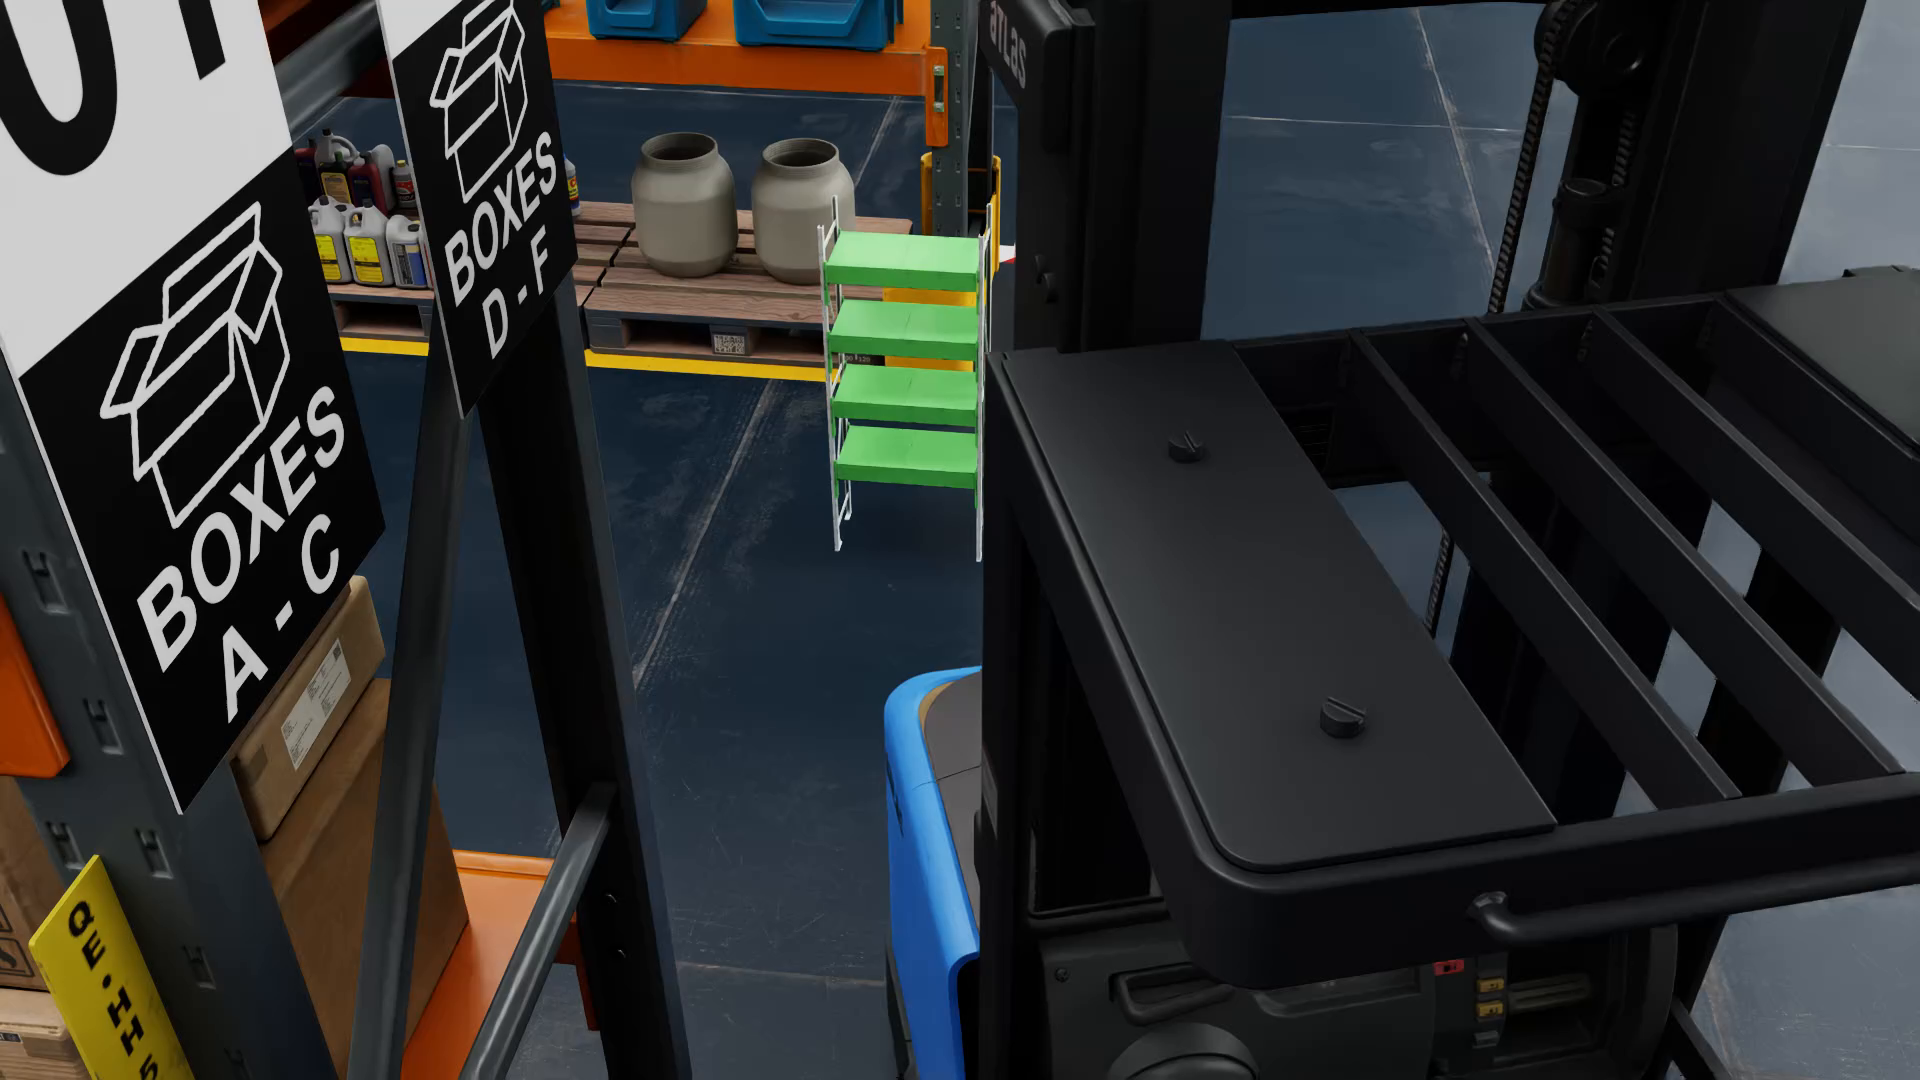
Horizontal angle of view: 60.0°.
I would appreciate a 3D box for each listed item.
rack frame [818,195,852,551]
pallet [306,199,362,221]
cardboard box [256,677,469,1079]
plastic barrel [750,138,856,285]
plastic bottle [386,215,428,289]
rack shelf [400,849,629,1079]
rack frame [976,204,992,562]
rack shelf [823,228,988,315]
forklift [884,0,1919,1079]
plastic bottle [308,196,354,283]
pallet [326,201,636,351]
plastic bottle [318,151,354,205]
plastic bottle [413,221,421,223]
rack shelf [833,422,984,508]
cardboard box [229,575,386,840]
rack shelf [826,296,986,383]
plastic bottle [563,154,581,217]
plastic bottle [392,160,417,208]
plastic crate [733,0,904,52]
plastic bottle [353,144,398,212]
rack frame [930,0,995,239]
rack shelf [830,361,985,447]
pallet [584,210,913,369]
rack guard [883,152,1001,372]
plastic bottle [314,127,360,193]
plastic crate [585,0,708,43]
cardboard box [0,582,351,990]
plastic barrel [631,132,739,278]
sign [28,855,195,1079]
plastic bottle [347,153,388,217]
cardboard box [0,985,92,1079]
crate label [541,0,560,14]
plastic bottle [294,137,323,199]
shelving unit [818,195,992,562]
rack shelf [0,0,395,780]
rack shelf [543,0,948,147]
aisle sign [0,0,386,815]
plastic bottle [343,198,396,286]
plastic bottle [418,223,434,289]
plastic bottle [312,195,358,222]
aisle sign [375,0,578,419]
[{"bbox_3d":[-0.406,-0.519,5.444,0.015,1.200,0.240,4,36,6],"label":"rack frame"},{"bbox_3d":[-3.287,-1.275,7.355,1.213,0.211,1.003,4,36,6],"label":"pallet"},{"bbox_3d":[-1.076,0.583,2.265,0.500,0.500,0.700,4,36,6],"label":"cardboard box"},{"bbox_3d":[-0.643,-1.351,6.841,0.421,0.512,0.421,0,36,0],"label":"plastic barrel"},{"bbox_3d":[-2.242,-1.186,6.796,0.135,0.276,0.152,3,36,5],"label":"plastic bottle"},{"bbox_3d":[-2.599,0.811,2.651,4.000,0.370,1.077,4,36,6],"label":"rack shelf"},{"bbox_3d":[0.078,-0.483,5.393,0.015,1.200,0.240,4,36,6],"label":"rack frame"},{"bbox_3d":[-0.164,-0.839,5.177,0.480,0.148,0.258,4,36,6],"label":"rack shelf"},{"bbox_3d":[0.617,0.753,2.173,1.130,2.935,3.031,-7,36,-9],"label":"forklift"},{"bbox_3d":[-2.591,-1.241,6.808,0.185,0.351,0.144,4,36,6],"label":"plastic bottle"},{"bbox_3d":[-2.073,-1.186,7.231,1.213,0.211,1.003,4,36,6],"label":"pallet"},{"bbox_3d":[-2.749,-1.577,7.337,0.133,0.283,0.061,4,36,6],"label":"plastic bottle"},{"bbox_3d":[-2.244,-1.229,6.921,0.097,0.201,0.097,0,36,0],"label":"plastic bottle"},{"bbox_3d":[-0.164,-0.253,5.595,0.480,0.148,0.258,4,36,6],"label":"rack shelf"},{"bbox_3d":[-0.977,0.208,2.232,0.250,0.149,0.380,4,36,6],"label":"cardboard box"},{"bbox_3d":[-0.164,-0.644,5.316,0.480,0.148,0.258,4,36,6],"label":"rack shelf"},{"bbox_3d":[-1.739,-1.570,7.338,0.097,0.271,0.097,0,36,0],"label":"plastic bottle"},{"bbox_3d":[-2.480,-1.597,7.436,0.097,0.201,0.097,0,36,0],"label":"plastic bottle"},{"bbox_3d":[-0.515,-1.992,6.087,0.616,0.251,0.499,4,36,6],"label":"plastic crate"},{"bbox_3d":[-2.601,-1.620,7.404,0.135,0.276,0.152,5,36,7],"label":"plastic bottle"},{"bbox_3d":[0.020,-2.188,6.234,0.127,3.000,1.000,4,36,6],"label":"rack frame"},{"bbox_3d":[-0.164,-0.449,5.456,0.480,0.148,0.258,4,36,6],"label":"rack shelf"},{"bbox_3d":[-0.867,-1.095,7.102,1.213,0.211,1.003,4,36,6],"label":"pallet"},{"bbox_3d":[-0.062,-1.149,6.930,0.348,0.500,1.175,4,36,6],"label":"rack guard"},{"bbox_3d":[-2.761,-1.665,7.403,0.185,0.351,0.144,4,36,6],"label":"plastic bottle"},{"bbox_3d":[-1.158,-2.043,6.159,0.408,0.251,0.499,4,36,6],"label":"plastic crate"},{"bbox_3d":[-1.129,0.051,1.893,0.500,0.500,0.700,4,36,6],"label":"cardboard box"},{"bbox_3d":[-1.140,-1.388,6.893,0.421,0.512,0.421,0,36,0],"label":"plastic barrel"},{"bbox_3d":[-0.698,0.410,1.393,0.005,0.325,0.100,4,36,6],"label":"sign"},{"bbox_3d":[-2.614,-1.562,7.316,0.133,0.283,0.061,4,36,6],"label":"plastic bottle"},{"bbox_3d":[-1.018,0.443,1.903,0.250,0.149,0.380,4,36,5],"label":"cardboard box"},{"bbox_3d":[-1.840,-2.183,6.196,0.616,0.435,0.502,4,36,6],"label":"crate label"},{"bbox_3d":[-2.915,-1.674,7.472,0.133,0.283,0.061,7,36,9],"label":"plastic bottle"},{"bbox_3d":[-0.164,-0.501,5.419,0.503,1.200,0.258,4,36,6],"label":"shelving unit"},{"bbox_3d":[-2.599,-0.410,1.780,4.000,0.370,1.077,4,36,6],"label":"rack shelf"},{"bbox_3d":[-1.964,-2.043,6.650,4.000,0.370,1.077,4,36,6],"label":"rack shelf"},{"bbox_3d":[-0.587,-0.218,1.236,0.004,0.787,0.394,4,36,6],"label":"aisle sign"},{"bbox_3d":[-2.407,-1.227,6.788,0.185,0.351,0.144,6,36,8],"label":"plastic bottle"},{"bbox_3d":[-2.104,-1.176,6.782,0.135,0.276,0.152,5,36,6],"label":"plastic bottle"},{"bbox_3d":[-2.597,-1.297,6.952,0.135,0.276,0.152,4,36,6],"label":"plastic bottle"},{"bbox_3d":[-0.511,-0.564,1.720,0.004,0.787,0.394,4,36,6],"label":"aisle sign"}]
